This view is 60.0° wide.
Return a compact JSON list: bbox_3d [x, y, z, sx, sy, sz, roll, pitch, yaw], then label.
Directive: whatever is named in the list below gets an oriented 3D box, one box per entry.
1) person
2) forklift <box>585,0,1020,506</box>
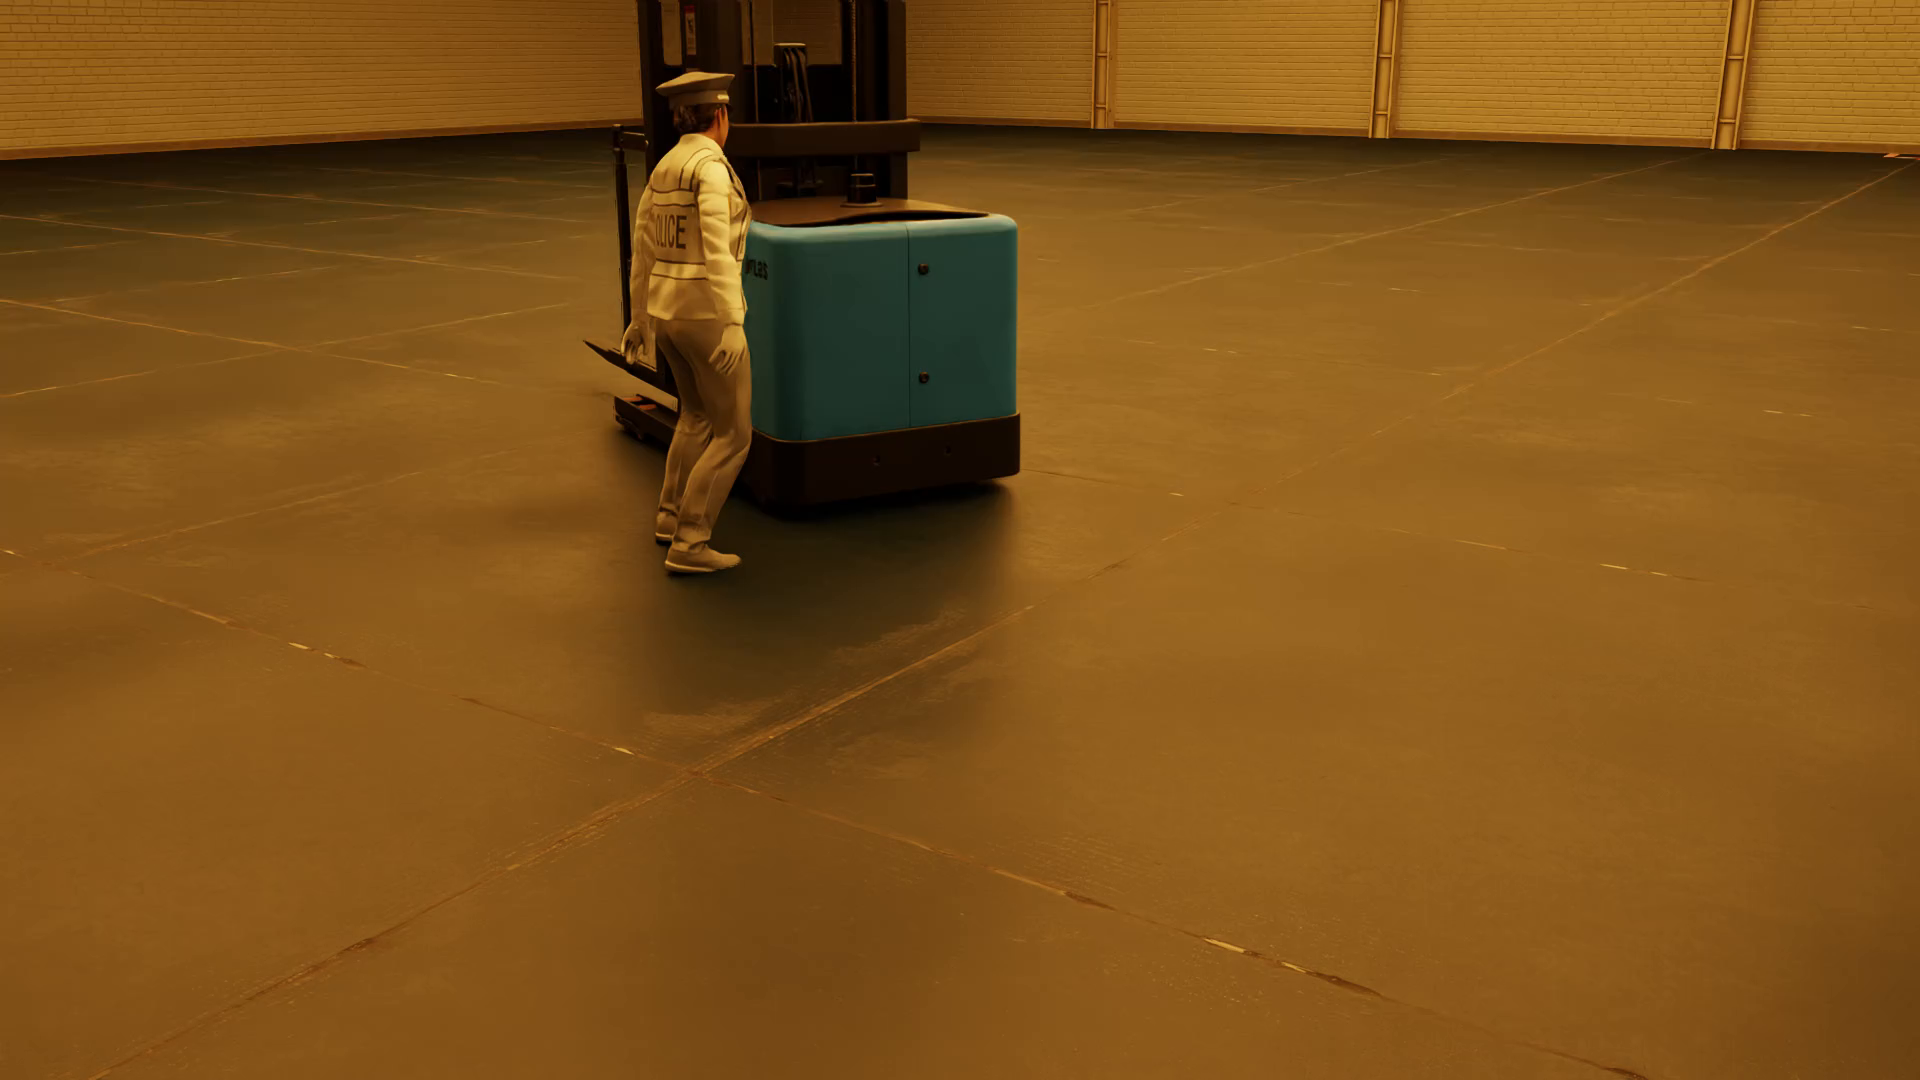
[{"bbox_3d":[-0.888,-0.710,5.557,0.417,1.639,0.808,-11,20,-32],"label":"person"},{"bbox_3d":[-0.921,-1.903,7.197,1.130,2.935,3.031,-9,19,-28],"label":"forklift"}]
